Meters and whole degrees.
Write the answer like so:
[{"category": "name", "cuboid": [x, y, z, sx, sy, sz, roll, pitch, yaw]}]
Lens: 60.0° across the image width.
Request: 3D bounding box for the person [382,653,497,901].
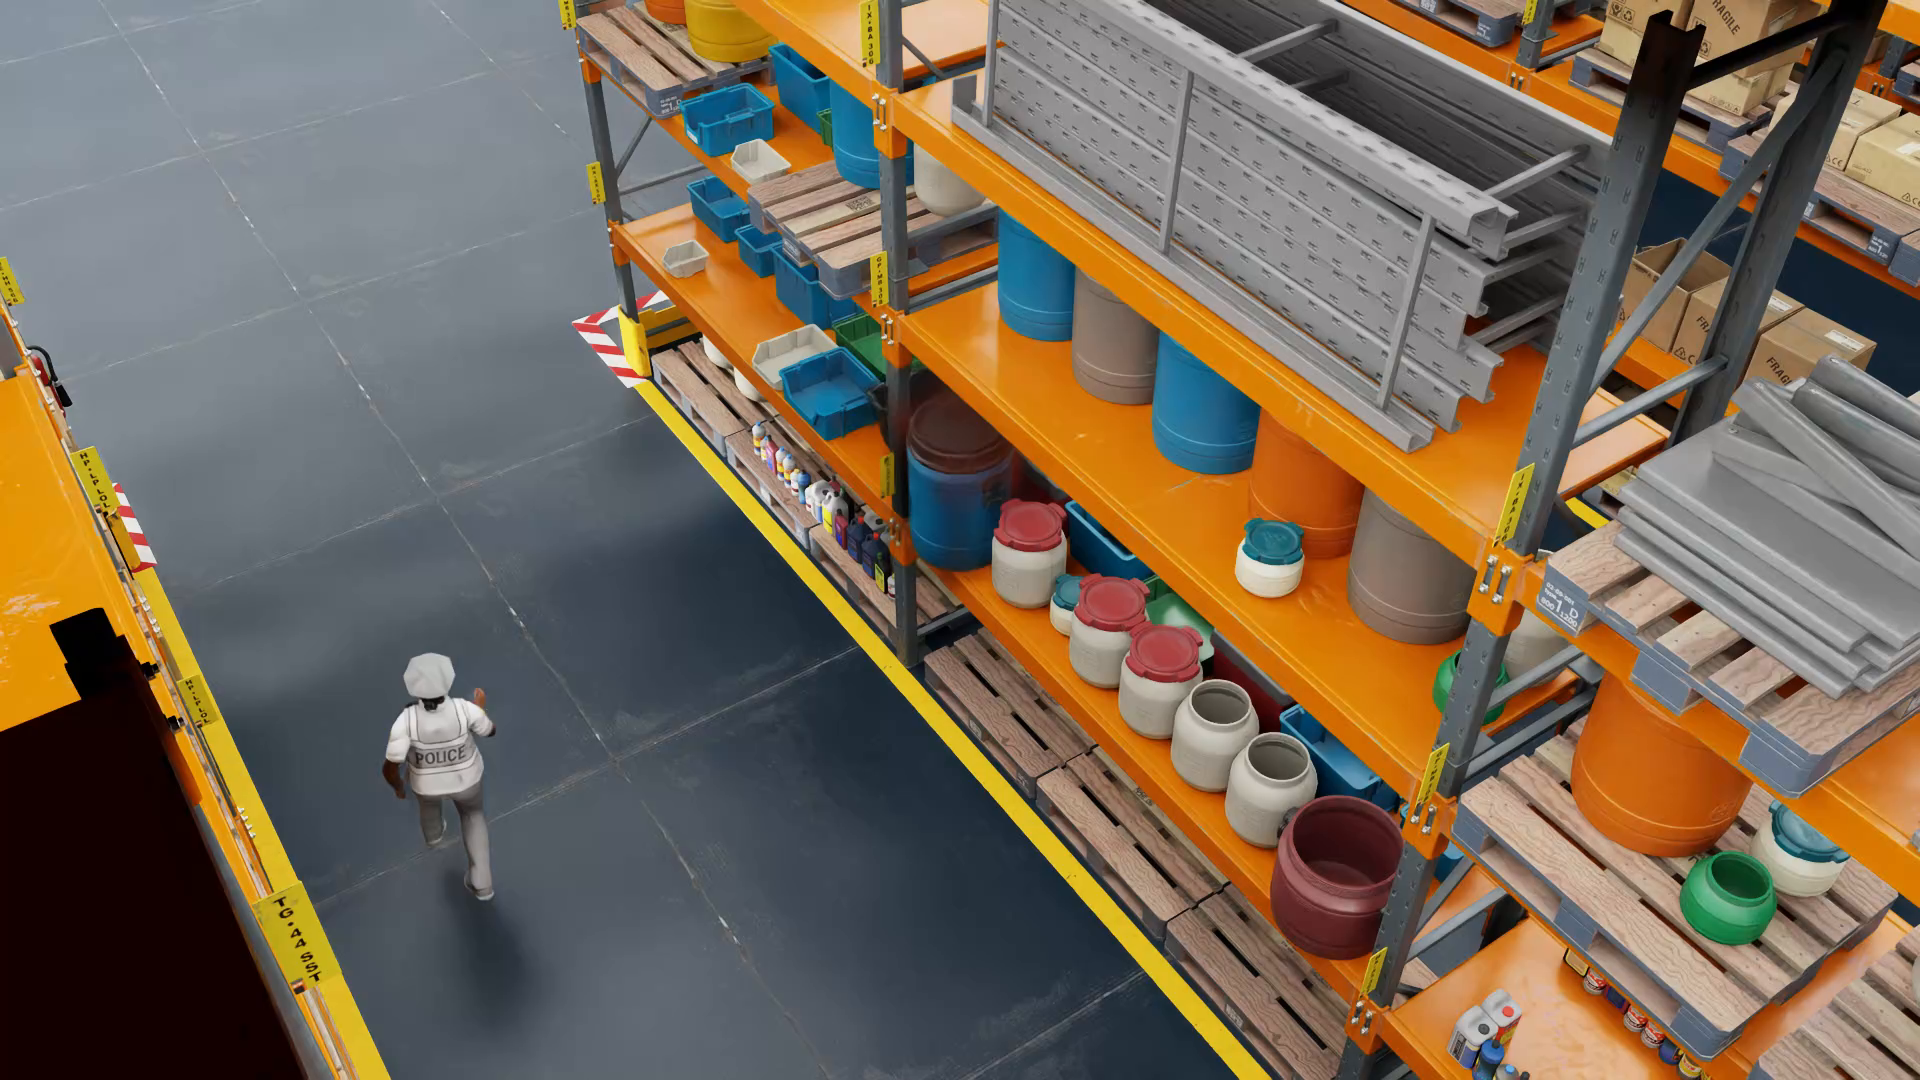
[{"category": "person", "cuboid": [-2.747, 1.212, 8.938, 0.578, 1.612, 0.814, -9, 43, -9]}]
